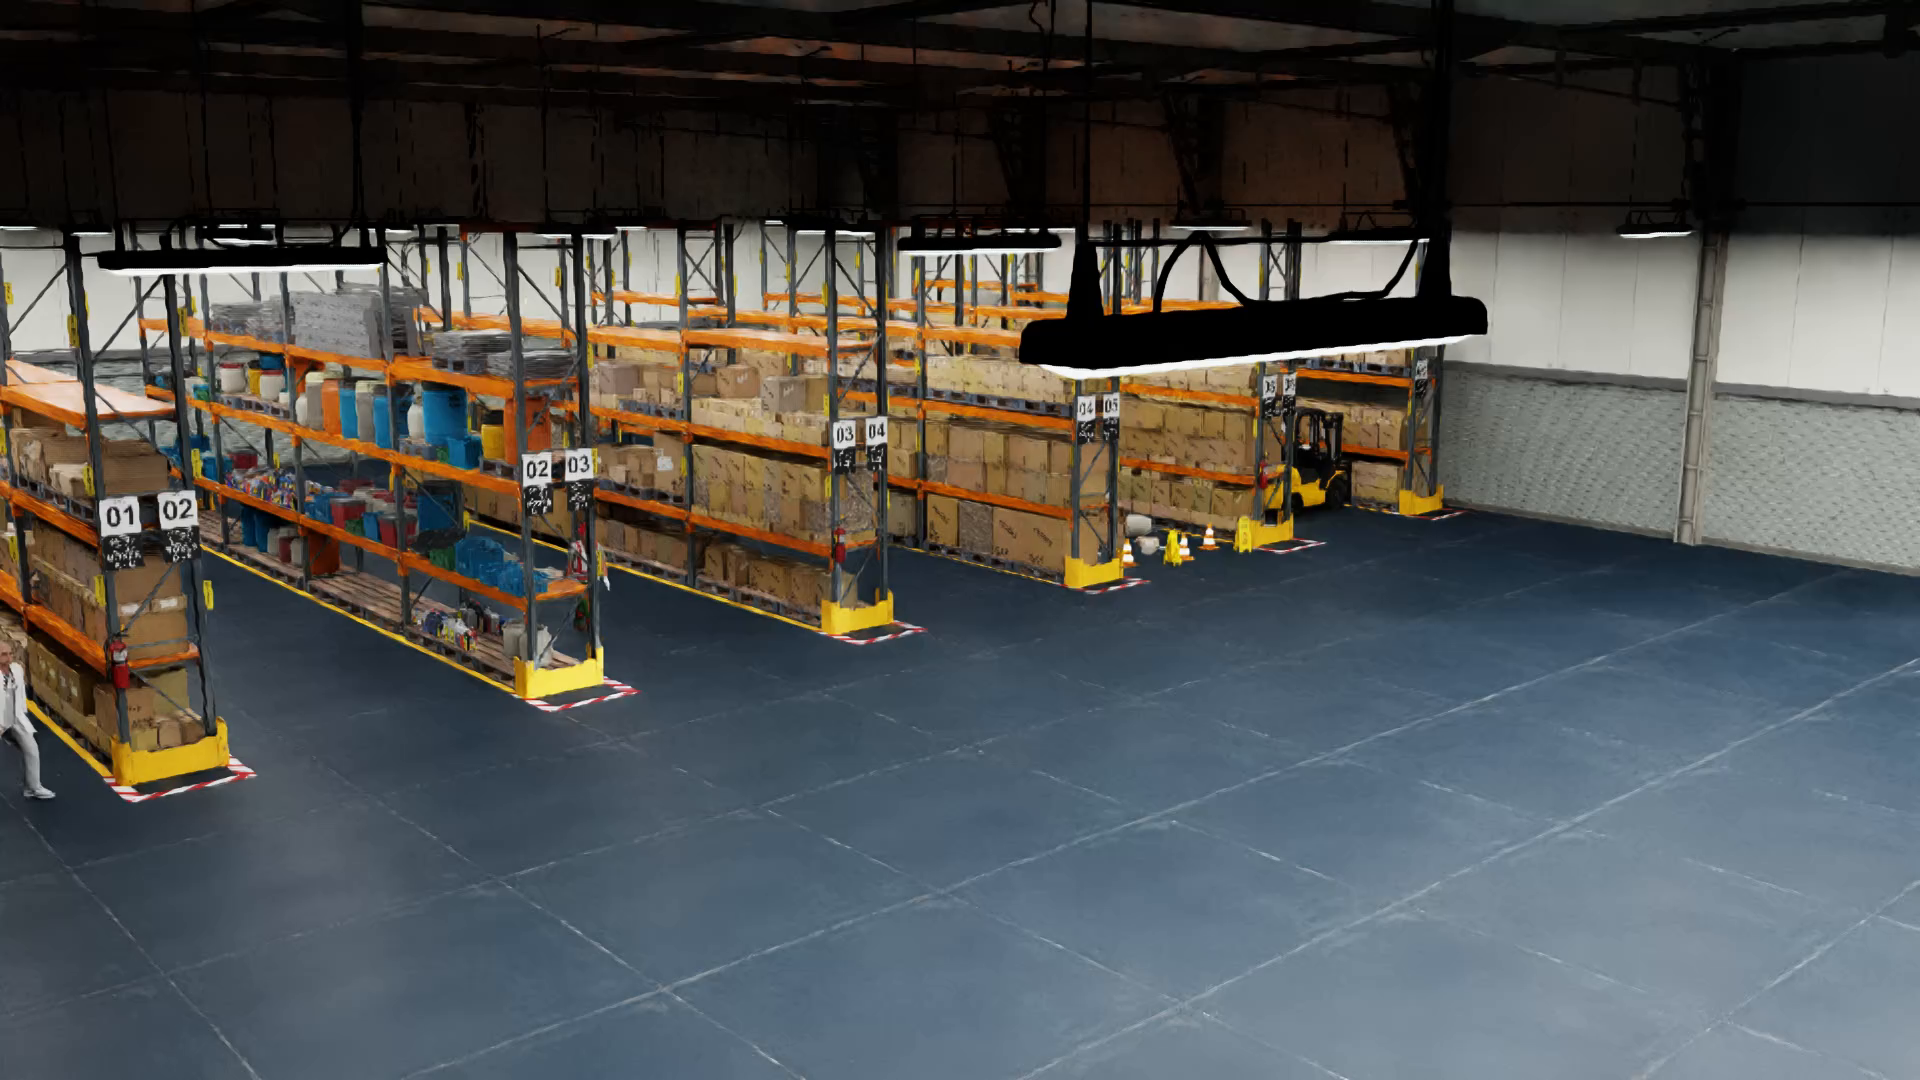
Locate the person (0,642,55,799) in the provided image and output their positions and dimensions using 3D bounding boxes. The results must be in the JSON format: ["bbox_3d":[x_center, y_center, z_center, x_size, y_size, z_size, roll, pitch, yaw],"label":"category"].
[{"bbox_3d":[-10.306,1.930,17.867,0.937,1.735,0.663,7,13,30],"label":"person"}]

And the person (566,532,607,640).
[{"bbox_3d":[-5.475,0.616,24.550,0.547,1.687,1.044,-10,15,-41],"label":"person"}]
